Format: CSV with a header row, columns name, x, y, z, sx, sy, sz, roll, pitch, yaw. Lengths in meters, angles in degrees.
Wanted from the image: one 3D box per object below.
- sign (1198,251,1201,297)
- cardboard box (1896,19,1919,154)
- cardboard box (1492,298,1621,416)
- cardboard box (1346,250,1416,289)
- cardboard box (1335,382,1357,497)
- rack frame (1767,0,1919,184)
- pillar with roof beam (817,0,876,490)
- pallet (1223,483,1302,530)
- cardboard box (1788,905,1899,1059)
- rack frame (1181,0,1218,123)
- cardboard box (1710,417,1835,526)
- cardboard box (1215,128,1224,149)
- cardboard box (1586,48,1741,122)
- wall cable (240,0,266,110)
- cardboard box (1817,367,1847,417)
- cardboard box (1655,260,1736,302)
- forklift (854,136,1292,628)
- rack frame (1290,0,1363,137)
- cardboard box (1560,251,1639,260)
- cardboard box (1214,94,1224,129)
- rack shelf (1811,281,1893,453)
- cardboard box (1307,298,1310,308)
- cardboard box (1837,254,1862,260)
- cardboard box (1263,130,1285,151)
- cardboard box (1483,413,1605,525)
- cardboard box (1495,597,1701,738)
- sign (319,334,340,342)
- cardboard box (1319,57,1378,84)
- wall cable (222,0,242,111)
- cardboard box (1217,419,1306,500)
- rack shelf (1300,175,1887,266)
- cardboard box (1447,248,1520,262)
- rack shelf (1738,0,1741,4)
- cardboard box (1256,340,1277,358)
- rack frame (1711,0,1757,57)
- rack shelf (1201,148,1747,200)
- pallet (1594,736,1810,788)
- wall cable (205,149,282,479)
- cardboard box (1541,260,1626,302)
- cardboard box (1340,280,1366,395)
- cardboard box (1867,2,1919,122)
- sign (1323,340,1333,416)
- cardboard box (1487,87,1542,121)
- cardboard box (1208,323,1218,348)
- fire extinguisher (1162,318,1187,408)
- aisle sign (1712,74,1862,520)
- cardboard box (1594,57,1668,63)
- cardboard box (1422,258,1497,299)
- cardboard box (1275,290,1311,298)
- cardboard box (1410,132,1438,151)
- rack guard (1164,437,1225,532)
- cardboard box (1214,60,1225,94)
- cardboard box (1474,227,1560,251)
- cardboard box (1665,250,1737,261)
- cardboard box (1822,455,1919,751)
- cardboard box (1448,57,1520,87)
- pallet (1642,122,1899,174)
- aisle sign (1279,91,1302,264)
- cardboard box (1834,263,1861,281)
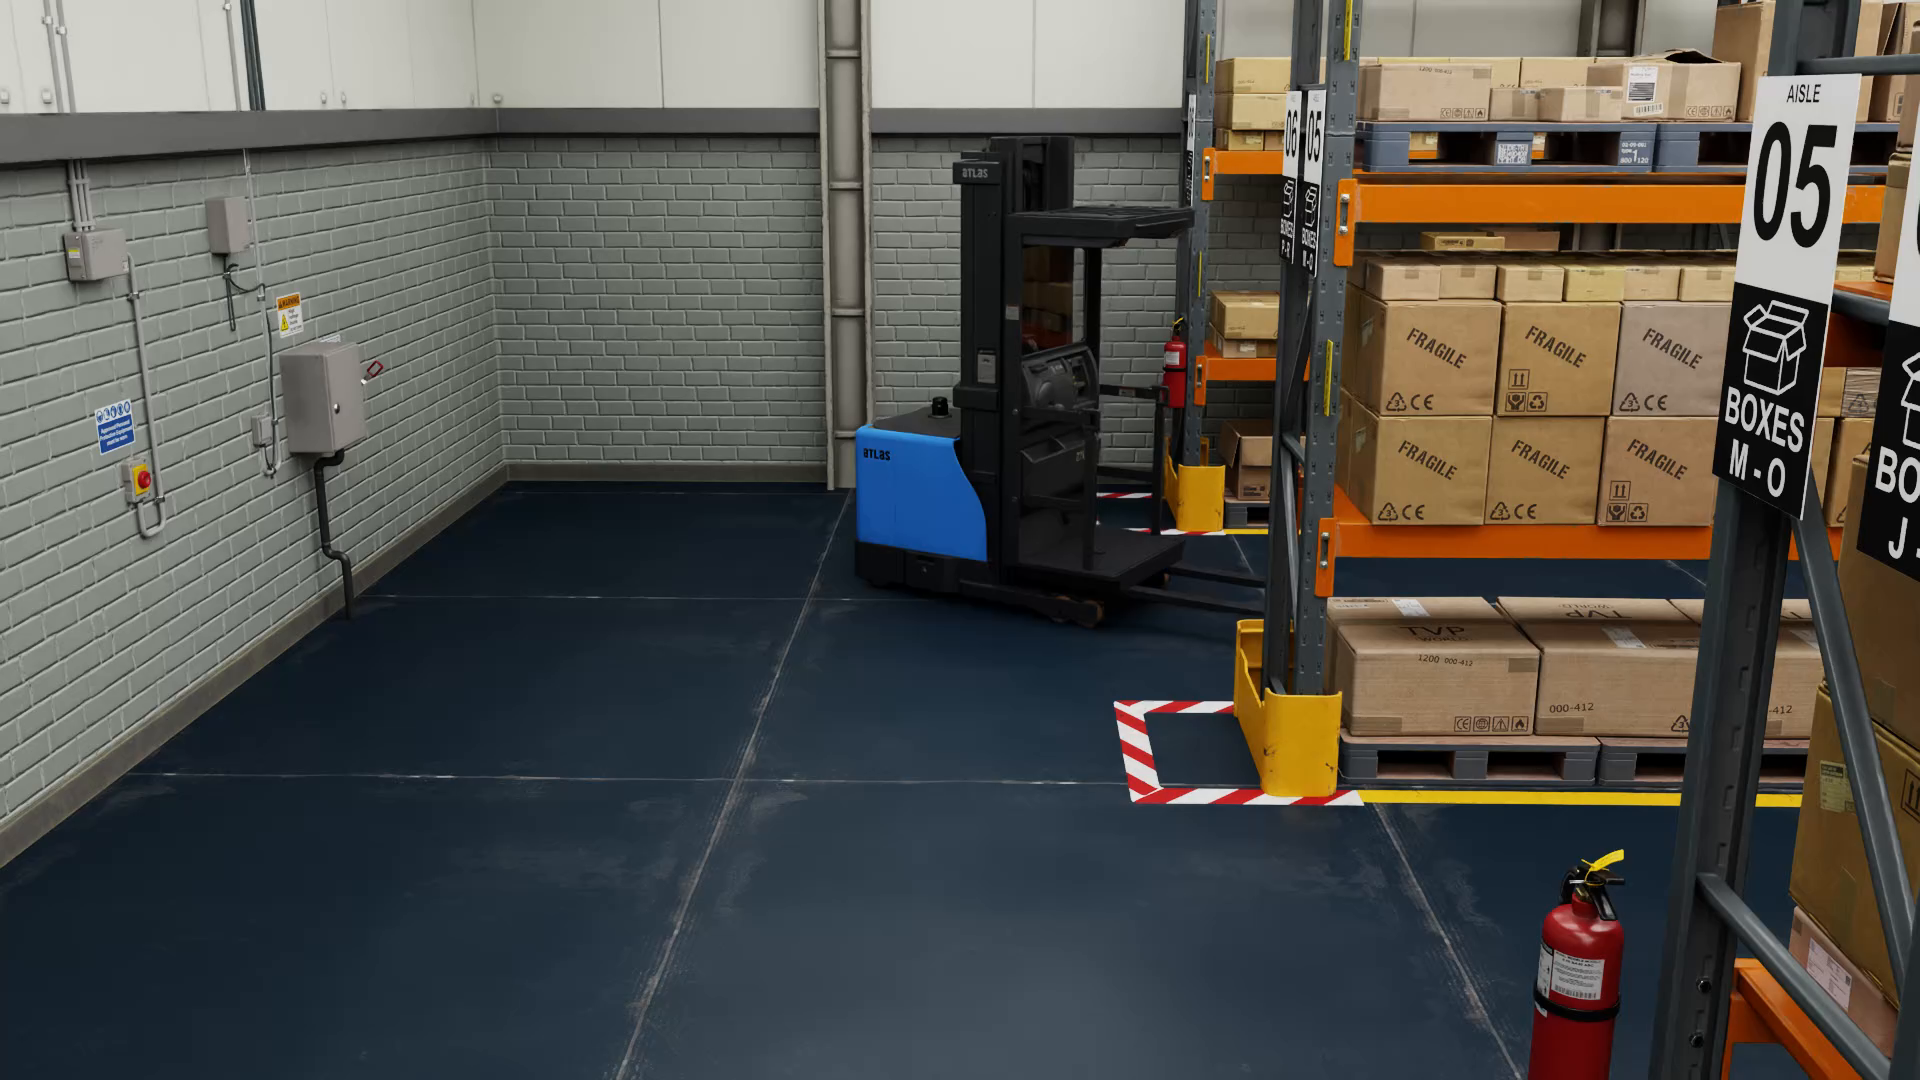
name,x,y,z,sx,sy,sz,roll,pitch,yaw
sign,1.746,-1.943,12.126,0.005,0.325,0.100,0,15,1
cardboard box,2.078,-0.815,2.983,0.500,0.250,0.500,0,15,0
cardboard box,2.626,-0.851,7.529,0.500,0.500,0.500,0,15,0
cardboard box,2.001,-1.291,7.925,0.250,0.149,0.380,1,15,2
cardboard box,2.126,-0.509,8.194,0.500,0.500,0.500,0,15,2
rack frame,1.611,-2.034,2.410,0.127,3.000,1.000,0,15,1
pillar with roof beam,-1.022,-3.713,8.772,0.400,9.000,9.100,0,15,1
pallet,2.633,-0.308,13.096,1.213,0.211,1.003,0,15,1
cardboard box,1.945,0.918,3.473,0.250,0.149,0.380,0,15,1
rack frame,1.760,-4.563,11.995,0.127,3.000,1.000,0,15,1
cardboard box,3.625,-0.365,7.649,0.500,0.500,0.500,1,15,3
cardboard box,2.086,-3.048,12.626,0.250,0.149,0.380,1,15,3
cardboard box,3.132,-2.033,7.440,0.500,0.311,0.500,1,15,2
wall cable,-3.926,-4.183,10.480,0.133,3.039,2.988,0,15,1
cardboard box,3.640,-0.847,7.513,0.500,0.500,0.500,0,15,2
cardboard box,3.281,-1.157,7.417,0.250,0.149,0.380,1,15,2
forklift,0.818,-1.030,10.497,3.031,2.935,1.130,9,17,30
rack frame,1.637,-3.297,7.198,0.127,3.000,1.000,0,15,1
cardboard box,3.026,-1.283,7.896,0.250,0.149,0.380,0,15,1
cardboard box,2.211,-3.251,12.611,0.500,0.250,0.500,0,15,0
rack shelf,3.611,-0.223,2.835,4.000,0.370,1.077,0,15,1
cardboard box,2.711,-1.659,12.458,0.500,0.250,0.500,1,15,2
cardboard box,4.048,-1.280,7.883,0.250,0.149,0.380,0,15,1
cardboard box,2.335,-2.935,12.196,0.250,0.149,0.380,1,15,2
cardboard box,2.616,-0.372,7.675,0.500,0.500,0.500,0,15,1
cardboard box,3.214,0.622,8.302,0.875,0.438,0.875,1,15,3
sign,-3.996,-1.043,10.601,0.001,0.494,0.329,0,15,1
cardboard box,2.705,-3.351,12.011,0.500,0.250,0.500,0,15,1
wall cable,-4.035,-3.454,7.793,0.029,3.000,2.355,0,15,1
cardboard box,2.369,-0.630,12.919,0.637,0.503,0.797,0,15,-1
rack shelf,3.636,-1.486,7.623,4.000,0.370,1.077,0,15,1
cardboard box,2.515,-1.315,8.016,0.250,0.149,0.380,0,15,1
rack shelf,7.758,-3.983,11.990,4.000,0.370,1.077,0,15,1
cardboard box,2.337,-1.479,12.558,0.250,0.149,0.380,1,15,3
rack frame,5.759,-4.537,11.897,0.127,3.000,1.000,0,15,1
rack shelf,3.759,-2.752,12.421,4.000,0.370,1.077,0,15,1
pallet,3.655,0.946,8.342,1.213,0.211,1.003,0,15,1
wall cable,-3.976,-1.280,9.321,0.122,1.984,0.588,0,15,1
cardboard box,2.769,-1.157,7.419,0.250,0.149,0.380,0,15,0
cardboard box,2.125,-0.986,8.041,0.500,0.500,0.500,1,15,3
cardboard box,4.286,-2.123,7.404,0.637,0.503,0.797,2,15,6
sign,1.617,-0.712,7.306,0.005,0.325,0.100,0,15,1
cardboard box,2.510,-2.014,7.689,0.250,0.149,0.380,-1,15,-3
cardboard box,2.098,-1.607,13.044,0.250,0.149,0.380,0,15,1
fire extinguisher,1.601,-1.328,12.375,0.183,0.674,0.296,0,15,1
aisle sign,1.546,-0.467,3.136,0.004,0.787,0.394,0,15,1
cardboard box,4.740,-3.343,11.981,0.500,0.250,0.500,0,15,1
cardboard box,2.248,-1.185,7.526,0.250,0.149,0.380,1,15,3
cardboard box,2.742,-1.795,12.973,0.500,0.250,0.500,0,15,2
cardboard box,3.349,-2.915,12.122,0.250,0.149,0.380,0,15,1
rack guard,1.836,-0.453,13.078,0.348,0.500,1.175,0,15,1
cardboard box,2.211,-3.494,12.554,0.500,0.250,0.500,0,15,0
cardboard box,4.277,-2.148,12.842,0.500,0.500,0.500,0,15,0
cardboard box,3.540,-1.290,7.921,0.250,0.149,0.380,1,15,3
cardboard box,2.075,0.130,3.227,0.500,0.500,0.500,0,15,0
cardboard box,3.717,-3.350,12.009,0.500,0.250,0.500,1,15,3
pallet,3.601,-1.795,7.556,1.213,0.211,1.003,0,15,1
aisle sign,1.573,-1.733,7.933,0.004,0.787,0.394,0,15,1
cardboard box,3.797,-1.159,7.425,0.250,0.149,0.380,0,15,1
